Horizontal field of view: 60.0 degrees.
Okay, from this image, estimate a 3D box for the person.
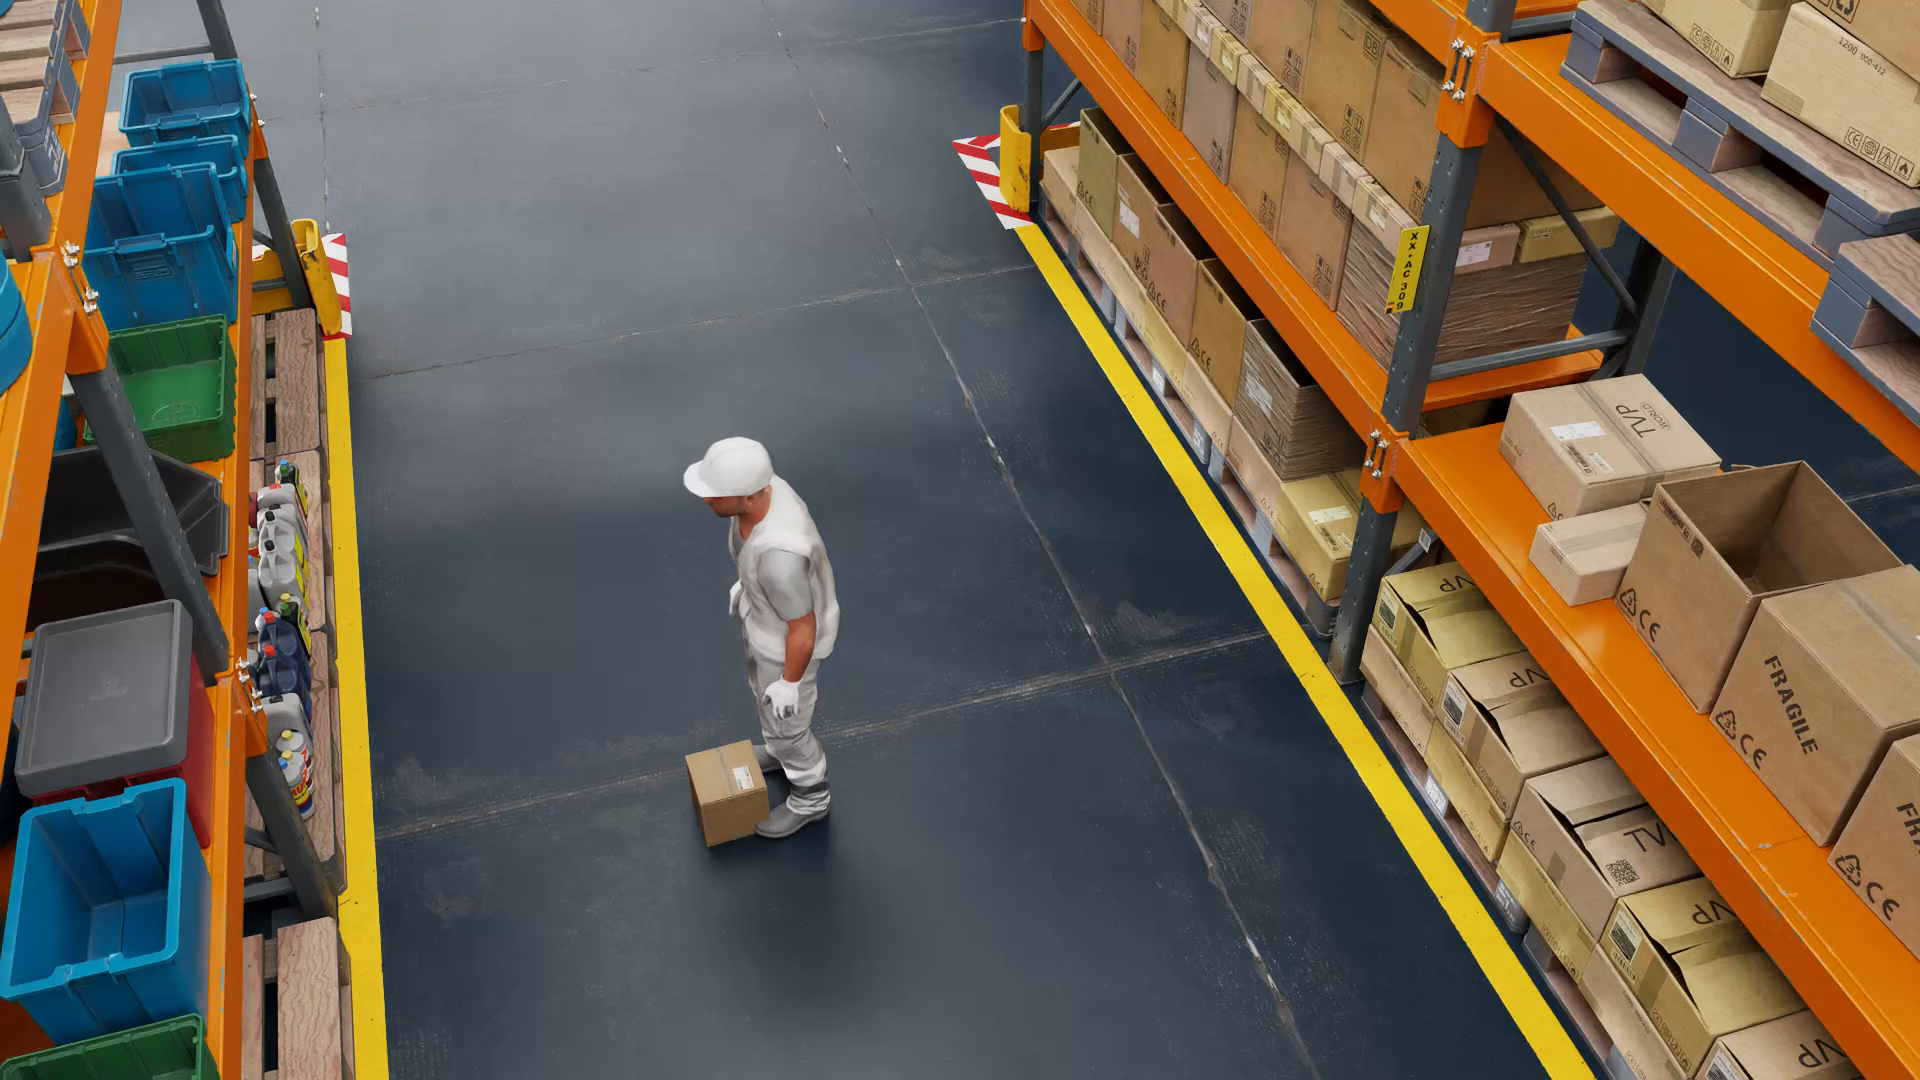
[{"bbox_3d":[-0.655,0.333,5.776,0.452,1.779,0.590,-13,43,-14],"label":"person"}]
